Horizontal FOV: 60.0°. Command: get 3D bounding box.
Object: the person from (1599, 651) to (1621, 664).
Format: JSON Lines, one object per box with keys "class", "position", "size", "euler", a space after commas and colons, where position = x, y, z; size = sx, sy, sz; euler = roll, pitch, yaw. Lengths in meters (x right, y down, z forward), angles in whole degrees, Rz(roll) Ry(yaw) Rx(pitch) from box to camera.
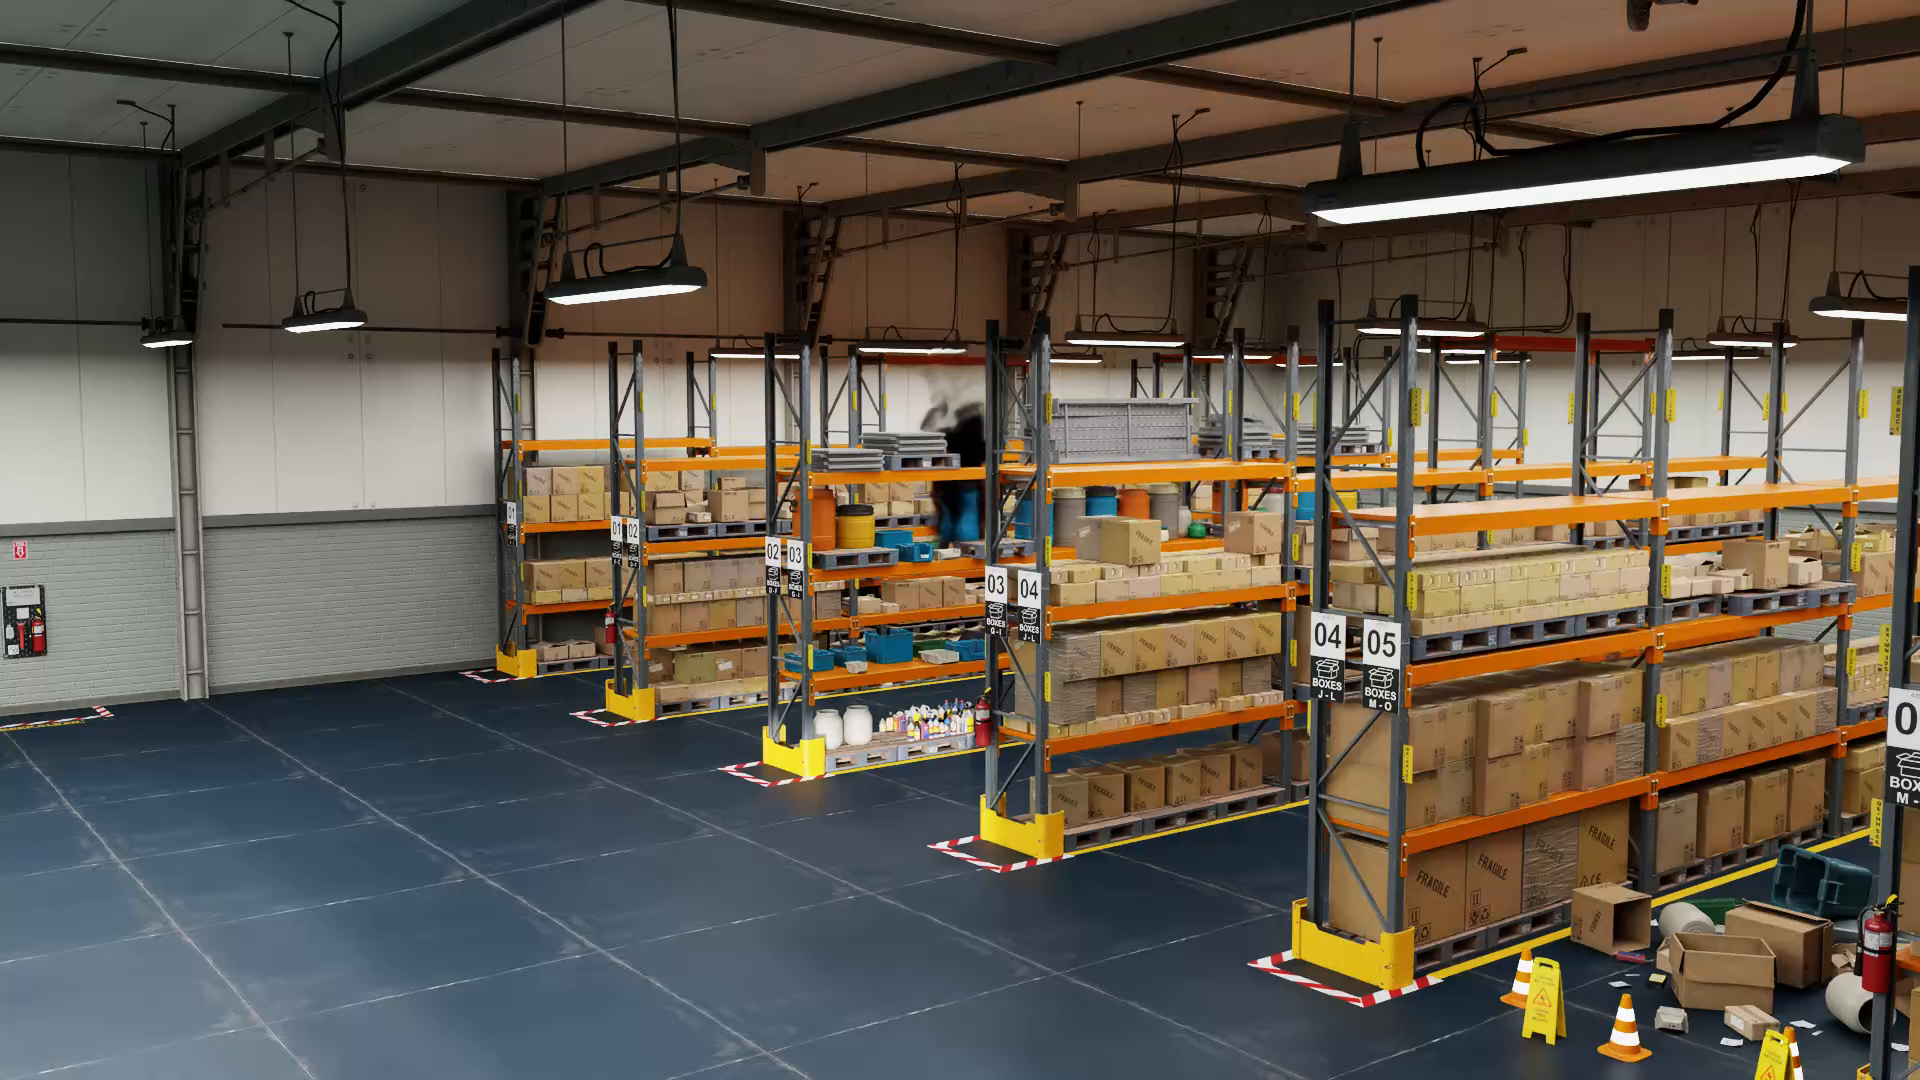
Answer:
{"class": "person", "position": [8.926, 2.296, 22.786], "size": [0.738, 1.806, 0.671], "euler": [-3, 6, -33]}
